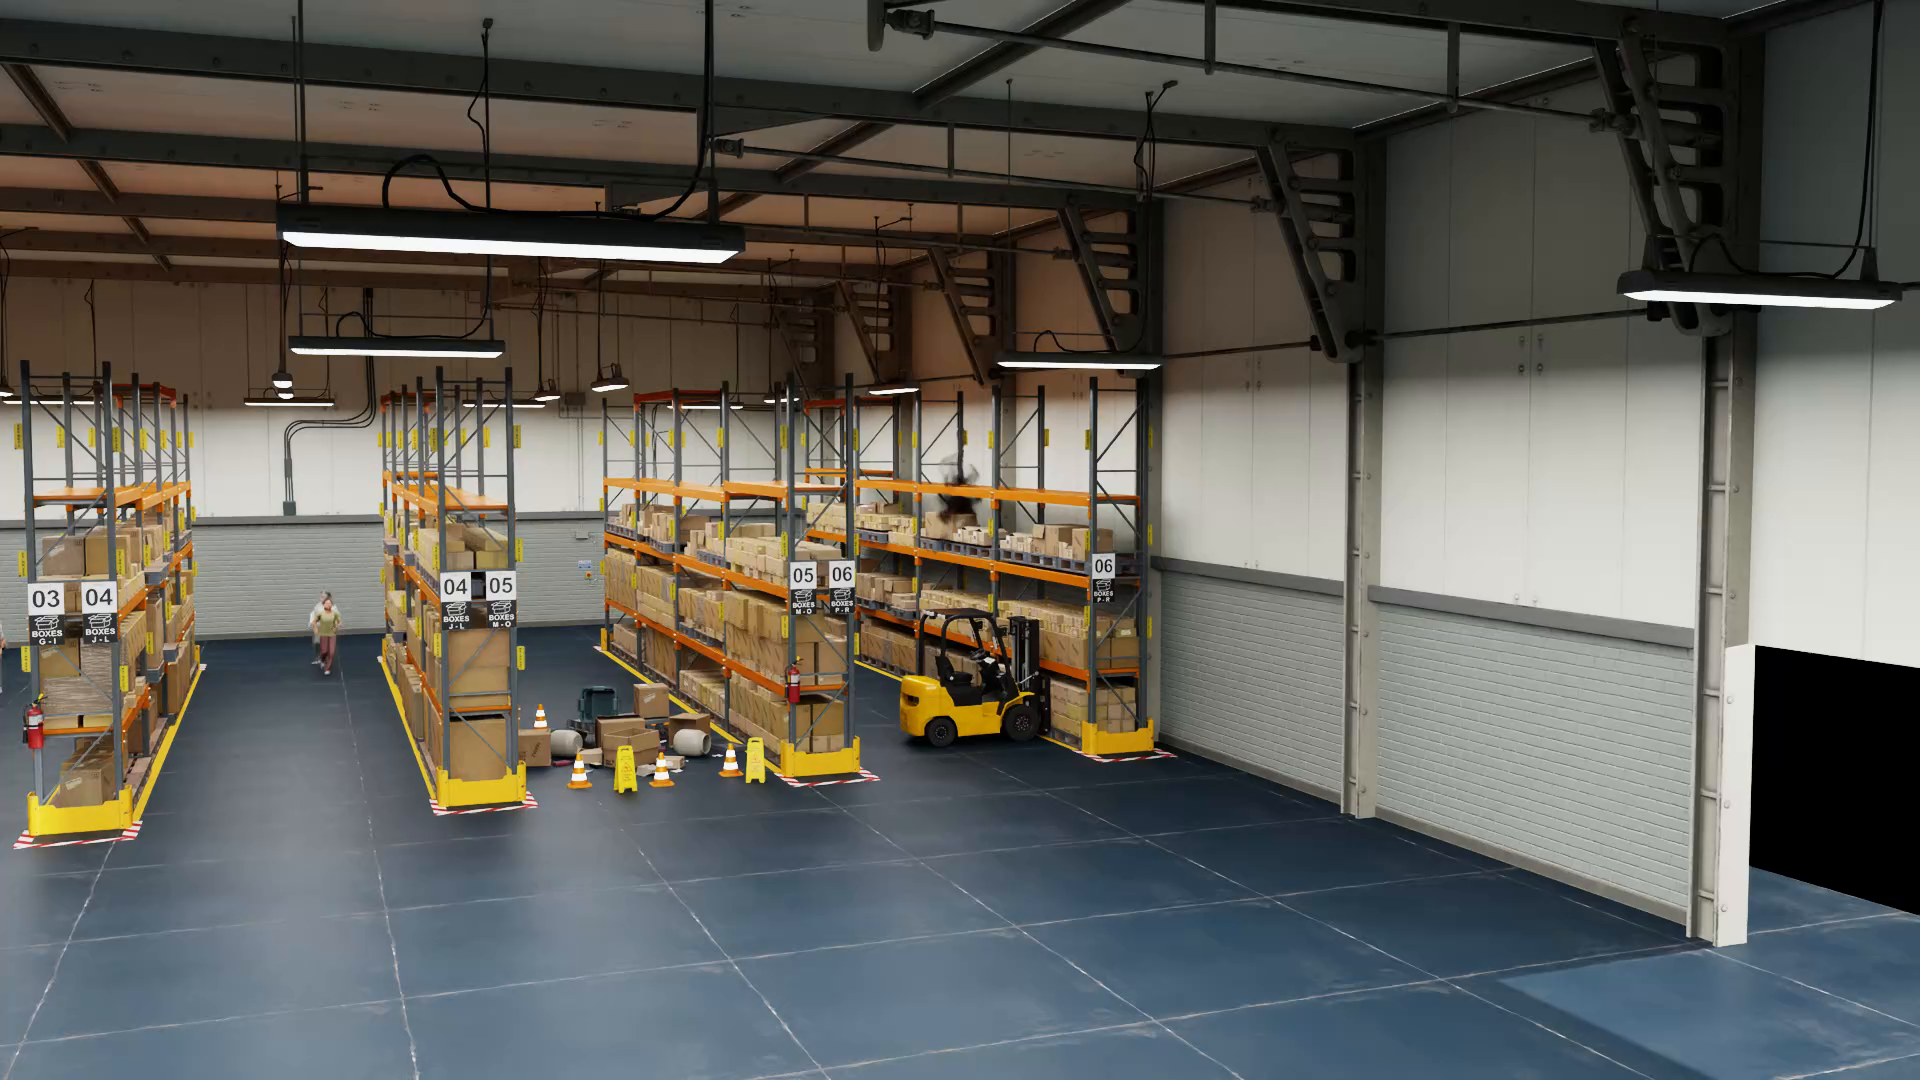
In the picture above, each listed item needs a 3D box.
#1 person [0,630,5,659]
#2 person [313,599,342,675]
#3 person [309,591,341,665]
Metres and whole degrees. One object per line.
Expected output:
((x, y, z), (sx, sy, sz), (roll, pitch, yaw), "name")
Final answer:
((-18.588, 2.261, 31.820), (0.556, 1.631, 0.586), (-2, 4, -32), "person")
((-13.466, 2.061, 35.446), (0.577, 1.628, 0.548), (-2, 4, -27), "person")
((-14.186, 1.953, 37.035), (0.674, 1.667, 0.619), (1, 4, 18), "person")
